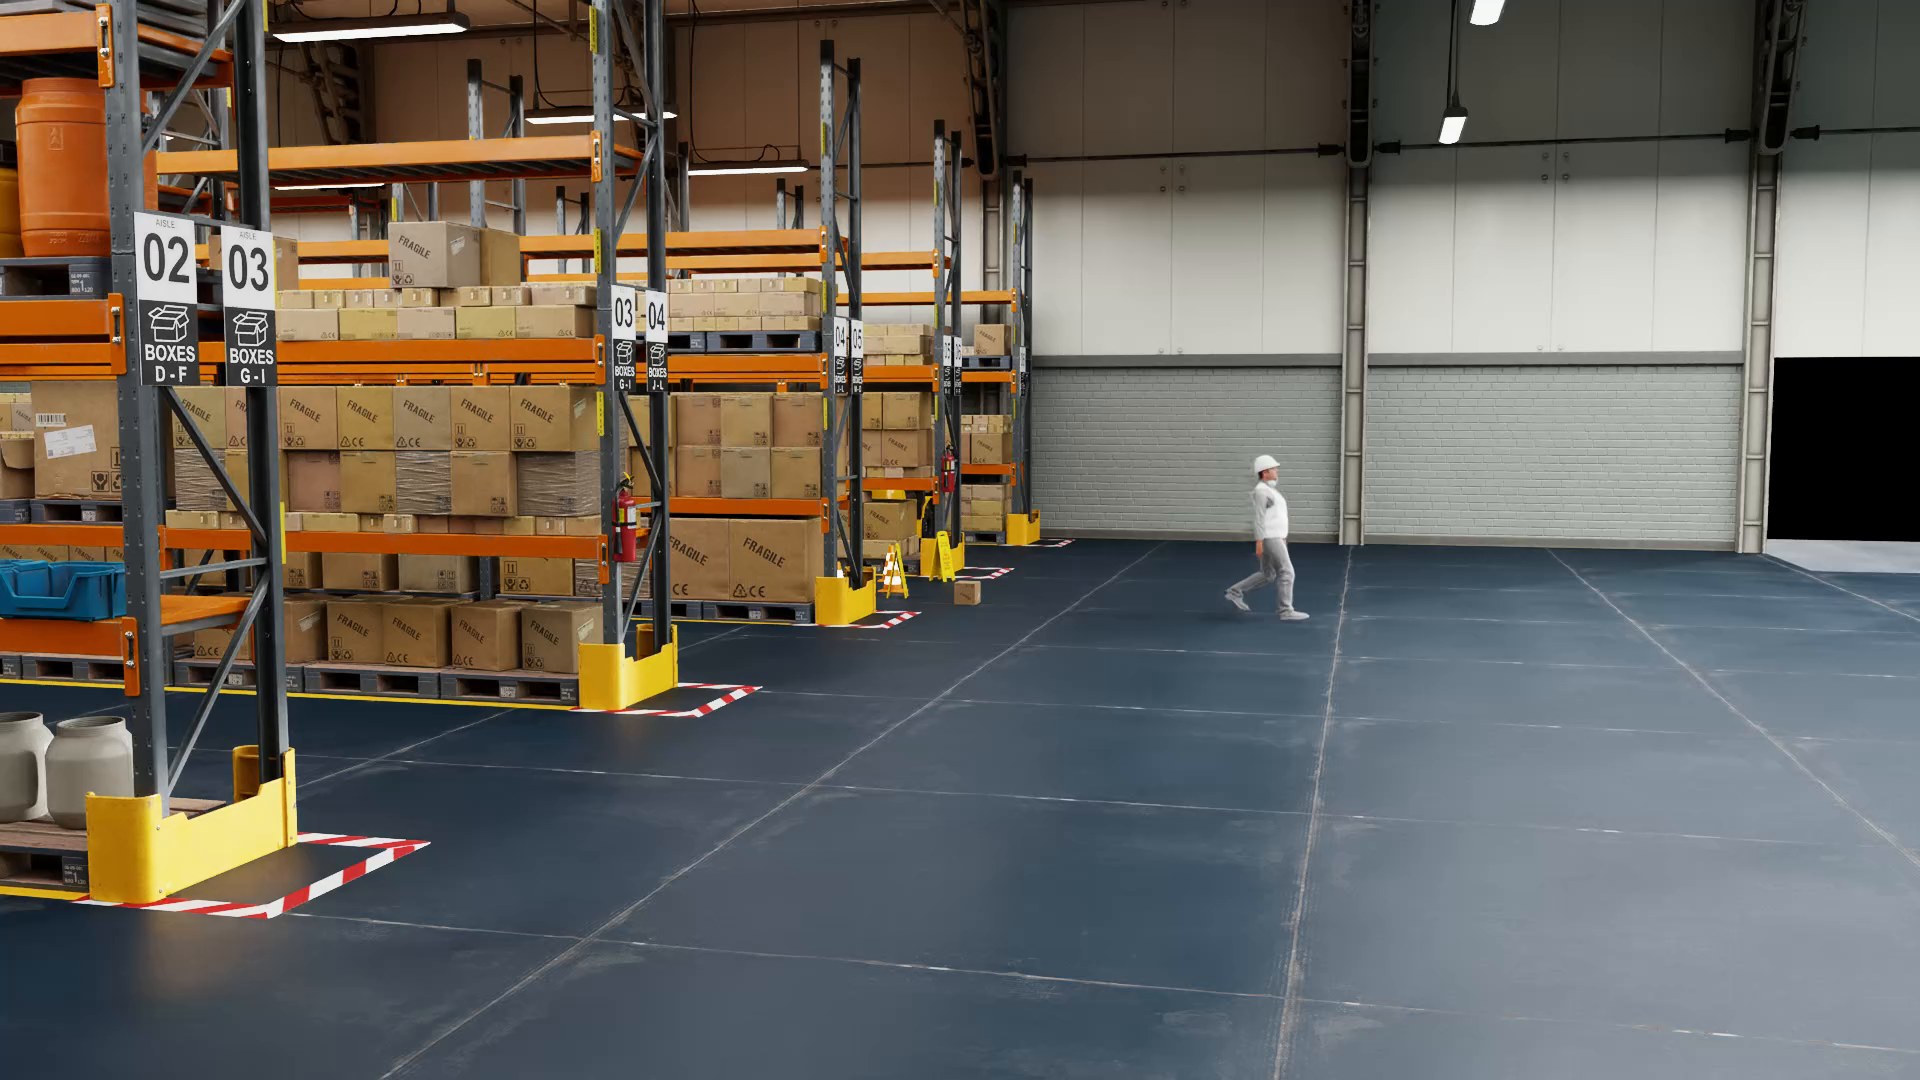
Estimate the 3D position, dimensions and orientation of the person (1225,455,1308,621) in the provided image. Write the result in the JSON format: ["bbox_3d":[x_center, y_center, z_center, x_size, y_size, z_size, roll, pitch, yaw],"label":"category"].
[{"bbox_3d":[3.264,-0.026,17.652,0.891,1.743,0.538,1,5,14],"label":"person"}]
